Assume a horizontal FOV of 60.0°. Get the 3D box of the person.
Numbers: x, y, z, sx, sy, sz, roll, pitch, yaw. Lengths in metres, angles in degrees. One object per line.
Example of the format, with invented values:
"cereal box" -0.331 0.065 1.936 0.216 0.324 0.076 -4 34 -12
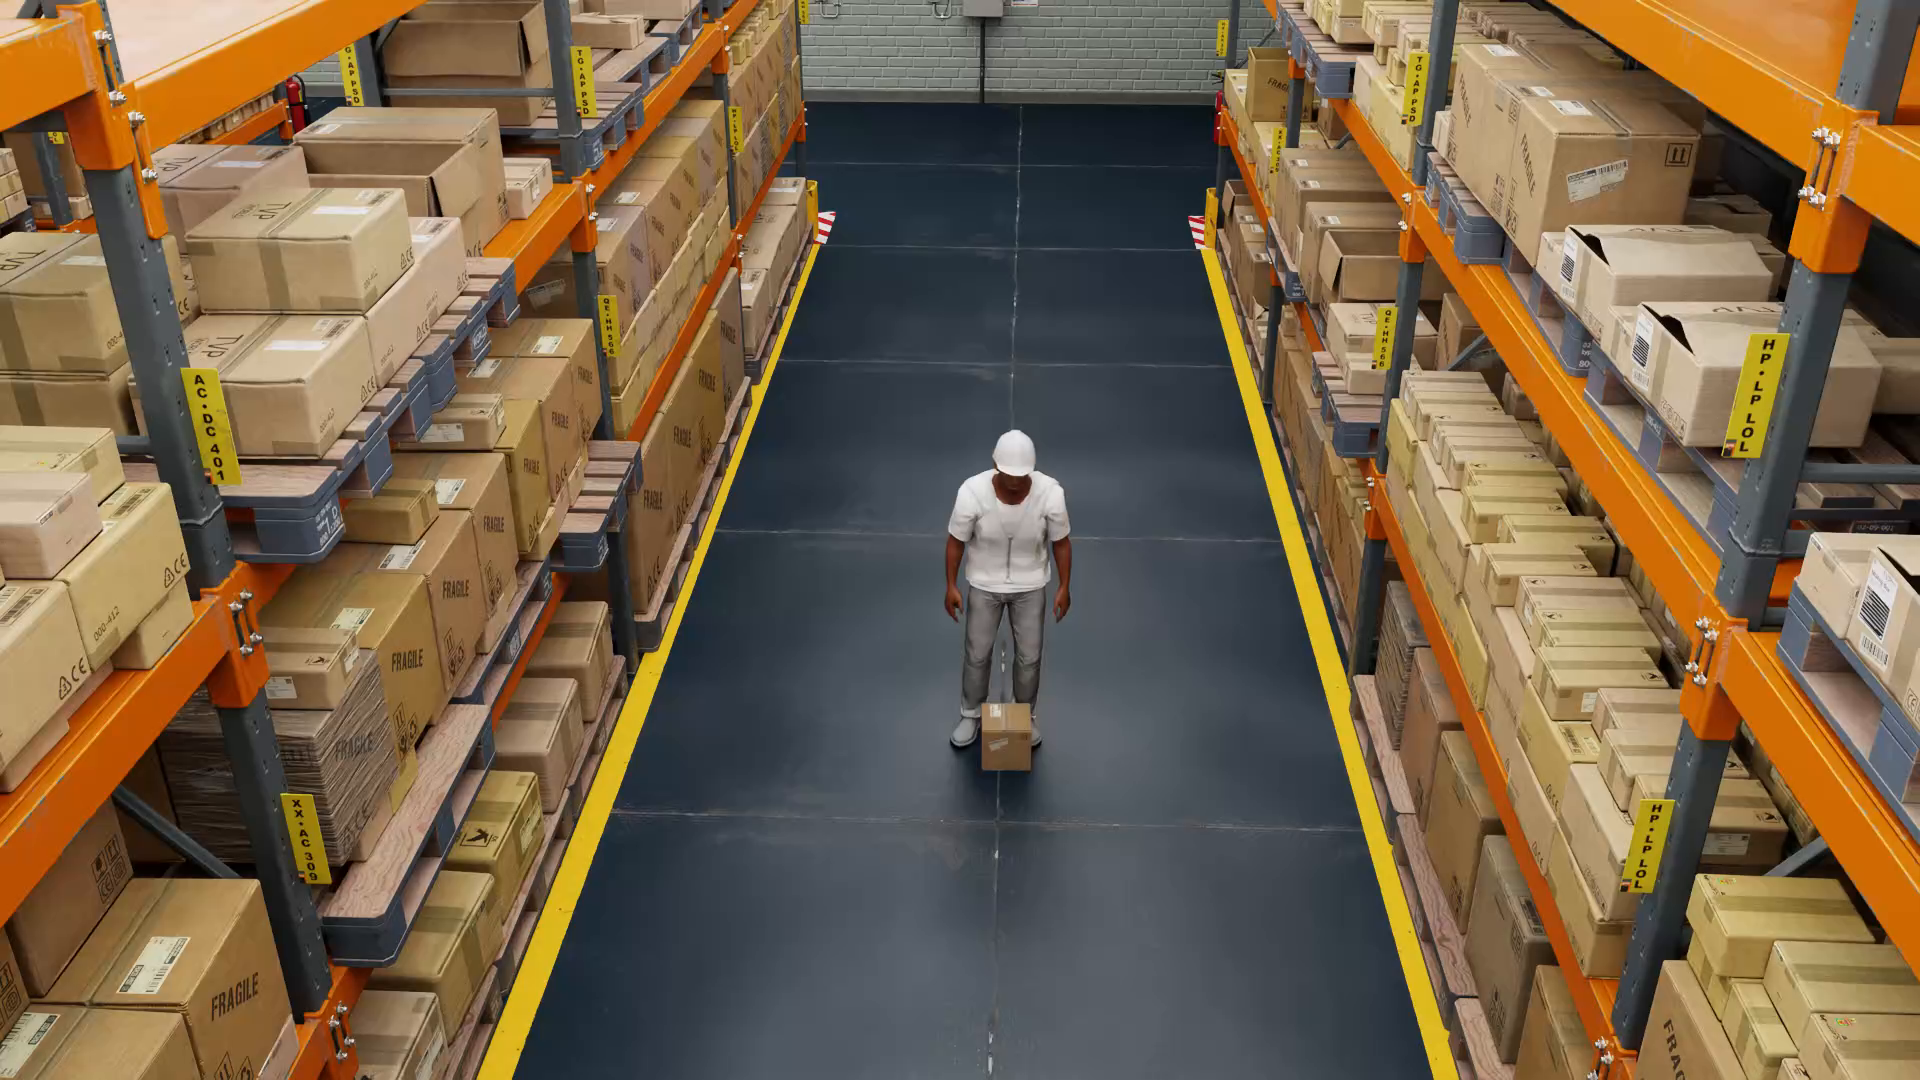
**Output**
"person" 0.240 0.240 8.380 0.638 1.761 0.459 0 28 0
